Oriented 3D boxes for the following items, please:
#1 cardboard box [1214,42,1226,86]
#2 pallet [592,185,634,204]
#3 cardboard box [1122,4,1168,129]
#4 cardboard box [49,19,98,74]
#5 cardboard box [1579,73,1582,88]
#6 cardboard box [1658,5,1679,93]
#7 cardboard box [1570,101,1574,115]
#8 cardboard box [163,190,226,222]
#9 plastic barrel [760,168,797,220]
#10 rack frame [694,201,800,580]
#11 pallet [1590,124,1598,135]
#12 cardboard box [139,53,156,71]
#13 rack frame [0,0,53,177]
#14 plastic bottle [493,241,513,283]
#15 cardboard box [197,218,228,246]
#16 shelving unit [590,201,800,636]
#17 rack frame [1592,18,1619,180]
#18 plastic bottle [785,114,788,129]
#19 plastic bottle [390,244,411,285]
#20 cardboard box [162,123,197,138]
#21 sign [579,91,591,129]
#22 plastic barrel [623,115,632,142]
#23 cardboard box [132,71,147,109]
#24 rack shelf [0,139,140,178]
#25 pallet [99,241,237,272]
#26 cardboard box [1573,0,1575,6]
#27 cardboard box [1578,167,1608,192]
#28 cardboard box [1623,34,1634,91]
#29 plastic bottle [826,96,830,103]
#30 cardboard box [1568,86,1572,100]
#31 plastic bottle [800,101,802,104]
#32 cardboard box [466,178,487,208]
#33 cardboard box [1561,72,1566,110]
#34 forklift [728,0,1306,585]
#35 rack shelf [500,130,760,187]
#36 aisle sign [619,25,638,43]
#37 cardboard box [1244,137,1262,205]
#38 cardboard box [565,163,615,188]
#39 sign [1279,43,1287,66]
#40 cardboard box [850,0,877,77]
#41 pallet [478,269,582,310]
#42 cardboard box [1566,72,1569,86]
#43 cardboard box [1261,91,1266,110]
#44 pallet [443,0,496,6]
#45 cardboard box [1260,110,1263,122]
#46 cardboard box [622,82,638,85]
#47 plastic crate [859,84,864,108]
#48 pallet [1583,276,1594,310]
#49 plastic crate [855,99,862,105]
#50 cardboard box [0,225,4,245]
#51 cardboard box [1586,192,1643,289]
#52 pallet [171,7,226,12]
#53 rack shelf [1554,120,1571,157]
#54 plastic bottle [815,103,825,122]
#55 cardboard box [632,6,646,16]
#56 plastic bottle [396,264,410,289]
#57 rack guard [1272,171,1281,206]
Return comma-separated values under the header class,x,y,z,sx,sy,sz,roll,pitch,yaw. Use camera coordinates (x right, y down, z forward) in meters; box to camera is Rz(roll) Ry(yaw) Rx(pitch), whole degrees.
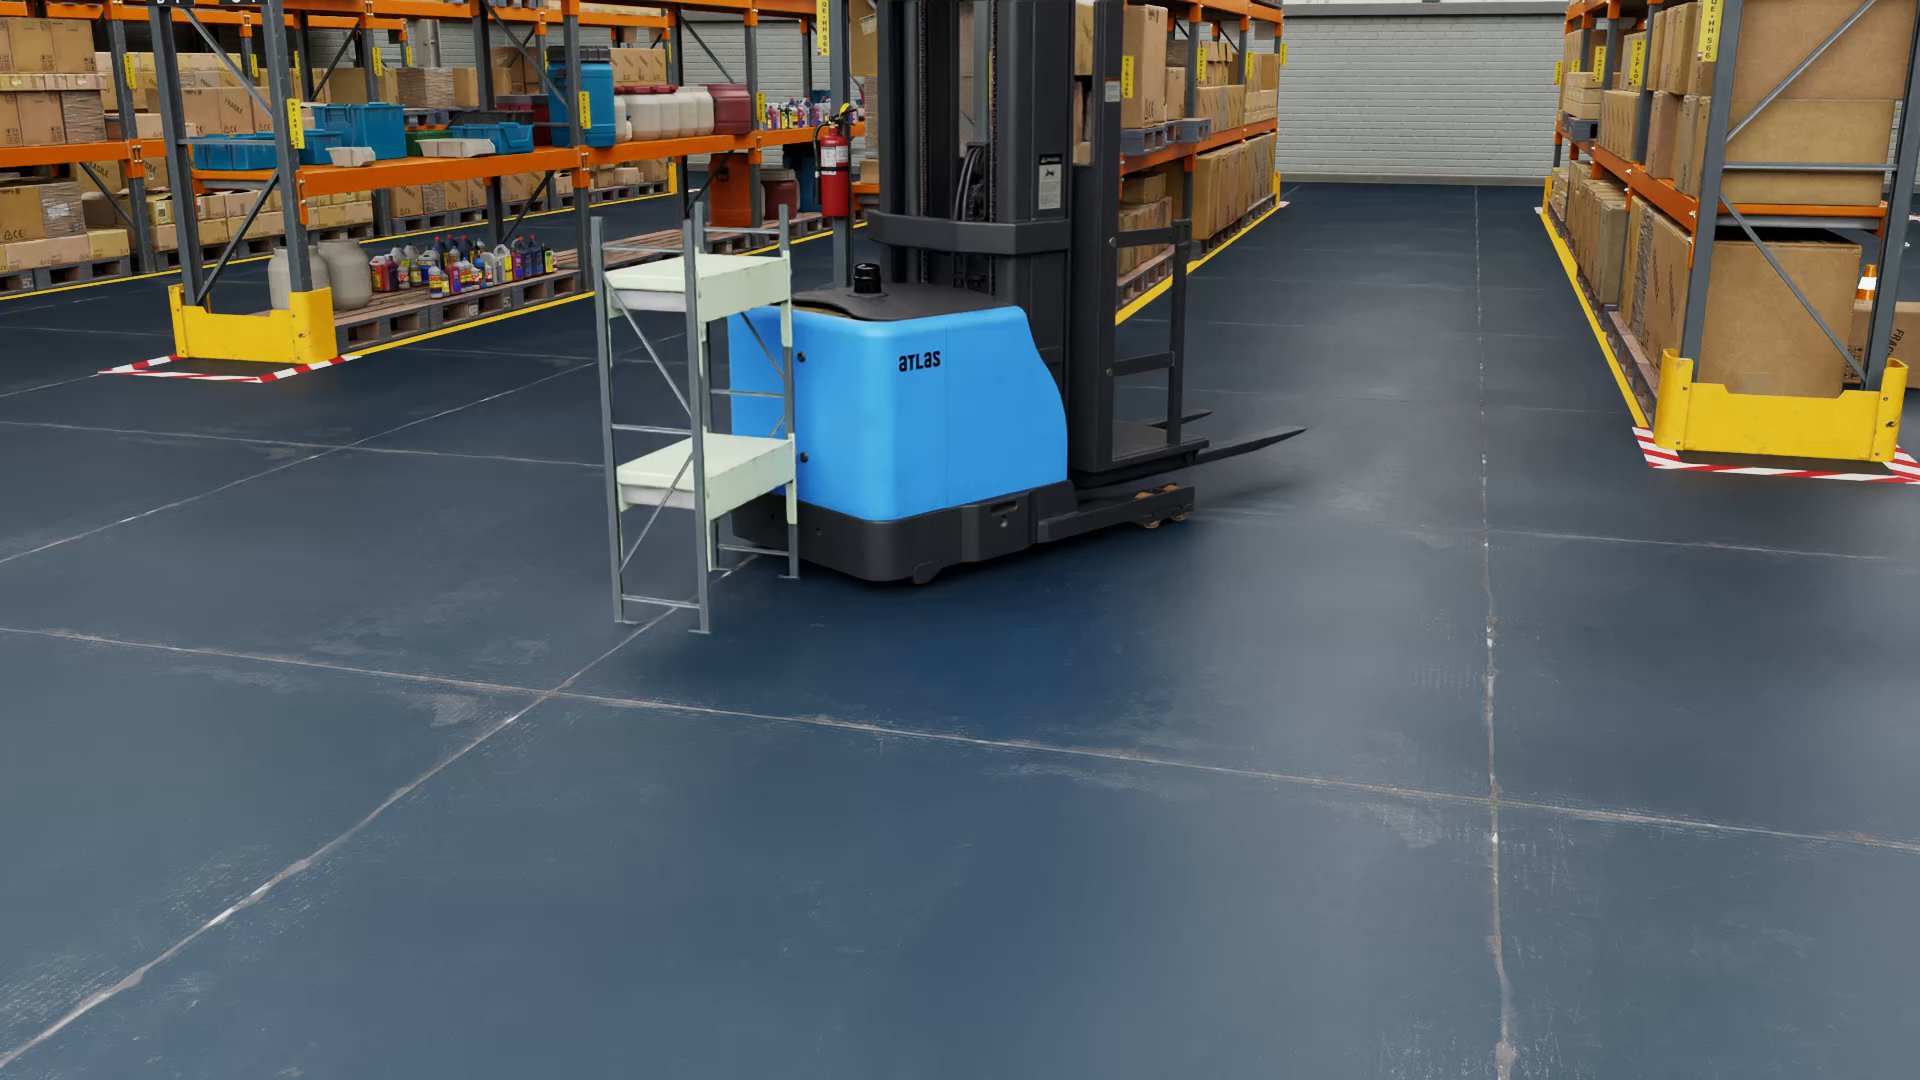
class,x,y,z,sx,sy,sz,roll,pitch,yaw
cardboard box,2.735,-5.682,19.844,0.797,0.503,0.637,5,17,16
pallet,-5.841,-5.425,26.070,1.003,0.211,1.213,5,16,16
cardboard box,1.201,-4.092,14.392,1.000,1.000,1.000,5,17,16
cardboard box,-8.776,-4.730,15.946,0.700,0.500,0.500,5,17,16
cardboard box,6.552,-4.705,17.022,0.380,0.149,0.250,5,17,18
cardboard box,5.100,-3.208,10.889,0.875,0.550,0.550,5,16,16
cardboard box,6.848,-4.693,18.068,0.380,0.149,0.250,4,16,13
cardboard box,-8.152,-3.542,17.563,0.500,0.311,0.500,4,16,15
plastic barrel,-2.327,-4.302,20.649,0.600,0.588,0.708,5,16,16
rack frame,-0.844,-0.580,6.625,0.400,1.500,0.023,6,17,20
pallet,7.228,-4.469,17.940,1.003,0.211,1.213,5,16,16
cardboard box,-11.464,-6.670,23.208,0.500,0.250,0.500,4,16,15
rack frame,-12.269,-5.604,21.589,1.000,3.000,0.127,5,16,16
plastic bottle,-3.960,-2.401,14.344,0.144,0.351,0.185,5,16,16
cardboard box,-8.157,-3.273,17.641,0.500,0.250,0.500,5,17,17
shelving unit,-0.974,-0.486,6.296,0.431,1.500,0.755,6,17,20
rack frame,6.705,-4.040,16.077,1.000,3.000,0.127,5,16,16
plastic bottle,-2.109,-5.012,19.867,0.097,0.201,0.097,0,16,0
plastic bottle,-4.762,-2.338,14.123,0.144,0.351,0.185,5,17,18
cardboard box,-8.208,-4.269,17.344,0.380,0.149,0.250,5,16,16
sign,-3.383,-3.876,14.992,0.100,0.325,0.005,5,16,16
plastic barrel,-3.384,-4.057,16.388,0.301,0.262,0.301,0,16,0
cardboard box,-11.586,-6.178,22.848,0.500,0.500,0.500,5,16,16
rack shelf,-9.224,-3.305,14.801,1.077,0.370,4.000,5,16,16
pallet,-8.484,-3.028,17.619,1.003,0.211,1.213,5,16,16
cardboard box,8.318,-7.133,21.759,0.500,0.250,0.500,4,16,14
cardboard box,6.940,-3.864,17.894,0.500,0.250,0.500,5,17,17
cardboard box,6.425,-4.320,15.048,0.700,0.500,0.500,4,16,15
plastic bottle,-1.720,-5.603,21.678,0.144,0.351,0.185,5,16,16
cardboard box,7.070,-5.040,18.747,0.380,0.149,0.250,4,16,13
plastic bottle,-2.147,-5.763,22.364,0.061,0.283,0.133,5,16,16
cardboard box,-6.681,-4.732,22.289,0.500,0.500,0.500,4,16,14
cardboard box,8.458,-6.086,22.562,0.500,0.500,0.500,5,16,16
forklift,0.440,-1.552,7.430,3.031,2.935,1.130,-14,21,-41
rack shelf,-3.339,-3.966,17.133,1.077,0.370,4.000,5,16,16
aisle sign,-5.508,-8.605,27.405,0.394,0.787,0.004,5,16,16
cardboard box,3.635,-5.080,22.865,0.875,0.875,0.875,5,16,16
cardboard box,-5.853,-5.770,25.942,0.797,0.503,0.637,5,16,16
sign,4.768,-7.170,24.553,0.100,0.325,0.005,5,16,16
cardboard box,-0.376,-3.194,10.531,0.500,0.500,0.500,5,16,16
pallet,-4.138,-2.275,14.963,1.003,0.211,1.213,5,16,16
cardboard box,7.289,-5.387,19.424,0.380,0.149,0.250,6,17,19
cardboard box,3.935,-6.065,22.946,0.500,0.250,0.500,5,16,16
pallet,-6.926,-7.183,22.004,1.213,0.211,1.003,5,16,16
cardboard box,3.959,-5.836,22.870,0.380,0.149,0.250,4,16,14
cardboard box,-5.403,-6.957,26.177,0.500,0.500,0.500,5,17,16
plastic crate,-1.140,-6.156,23.308,0.402,0.464,0.583,5,16,16
pallet,6.060,-2.180,14.629,1.003,0.211,1.213,5,16,16
plastic crate,-1.343,-6.415,24.645,0.416,0.233,0.300,5,16,16
cardboard box,-8.998,-2.883,14.891,0.500,0.500,0.500,5,16,16
cardboard box,5.936,-2.535,14.123,1.050,0.750,0.750,5,16,16
pallet,-11.346,-7.757,24.036,0.805,0.209,1.217,4,16,14
rack shelf,8.410,-5.264,21.709,1.077,0.370,4.000,5,16,16
plastic bottle,-1.787,-5.371,20.994,0.152,0.276,0.135,5,16,16
cardboard box,-5.291,-8.400,26.224,0.500,0.250,0.500,5,16,16
plastic bottle,-4.680,-2.218,13.973,0.097,0.201,0.097,0,16,0
rack guard,4.258,-5.348,25.268,1.175,0.500,0.348,5,16,16
